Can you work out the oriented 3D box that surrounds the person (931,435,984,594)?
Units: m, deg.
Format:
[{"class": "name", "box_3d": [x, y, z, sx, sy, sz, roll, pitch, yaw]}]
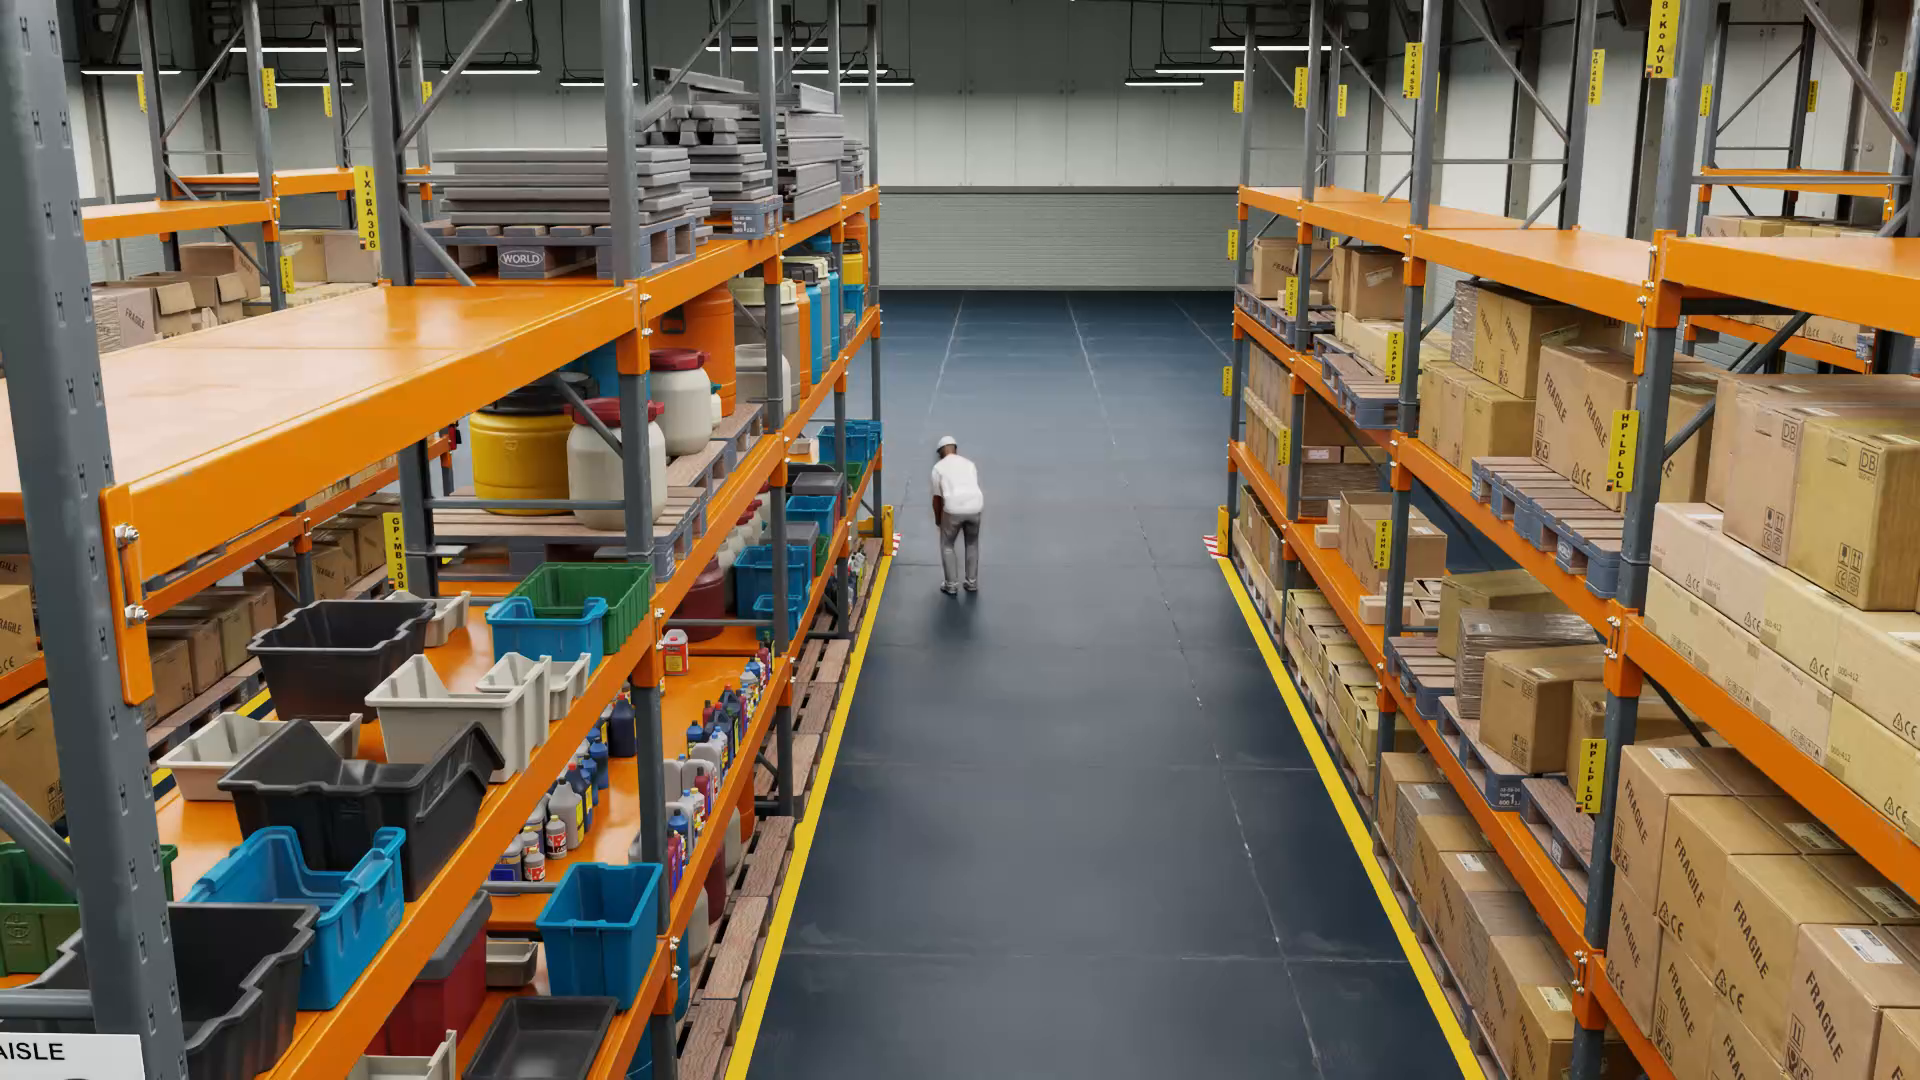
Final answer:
[{"class": "person", "box_3d": [-0.053, -0.276, 17.439, 0.489, 1.588, 0.763, -5, 15, -18]}]
